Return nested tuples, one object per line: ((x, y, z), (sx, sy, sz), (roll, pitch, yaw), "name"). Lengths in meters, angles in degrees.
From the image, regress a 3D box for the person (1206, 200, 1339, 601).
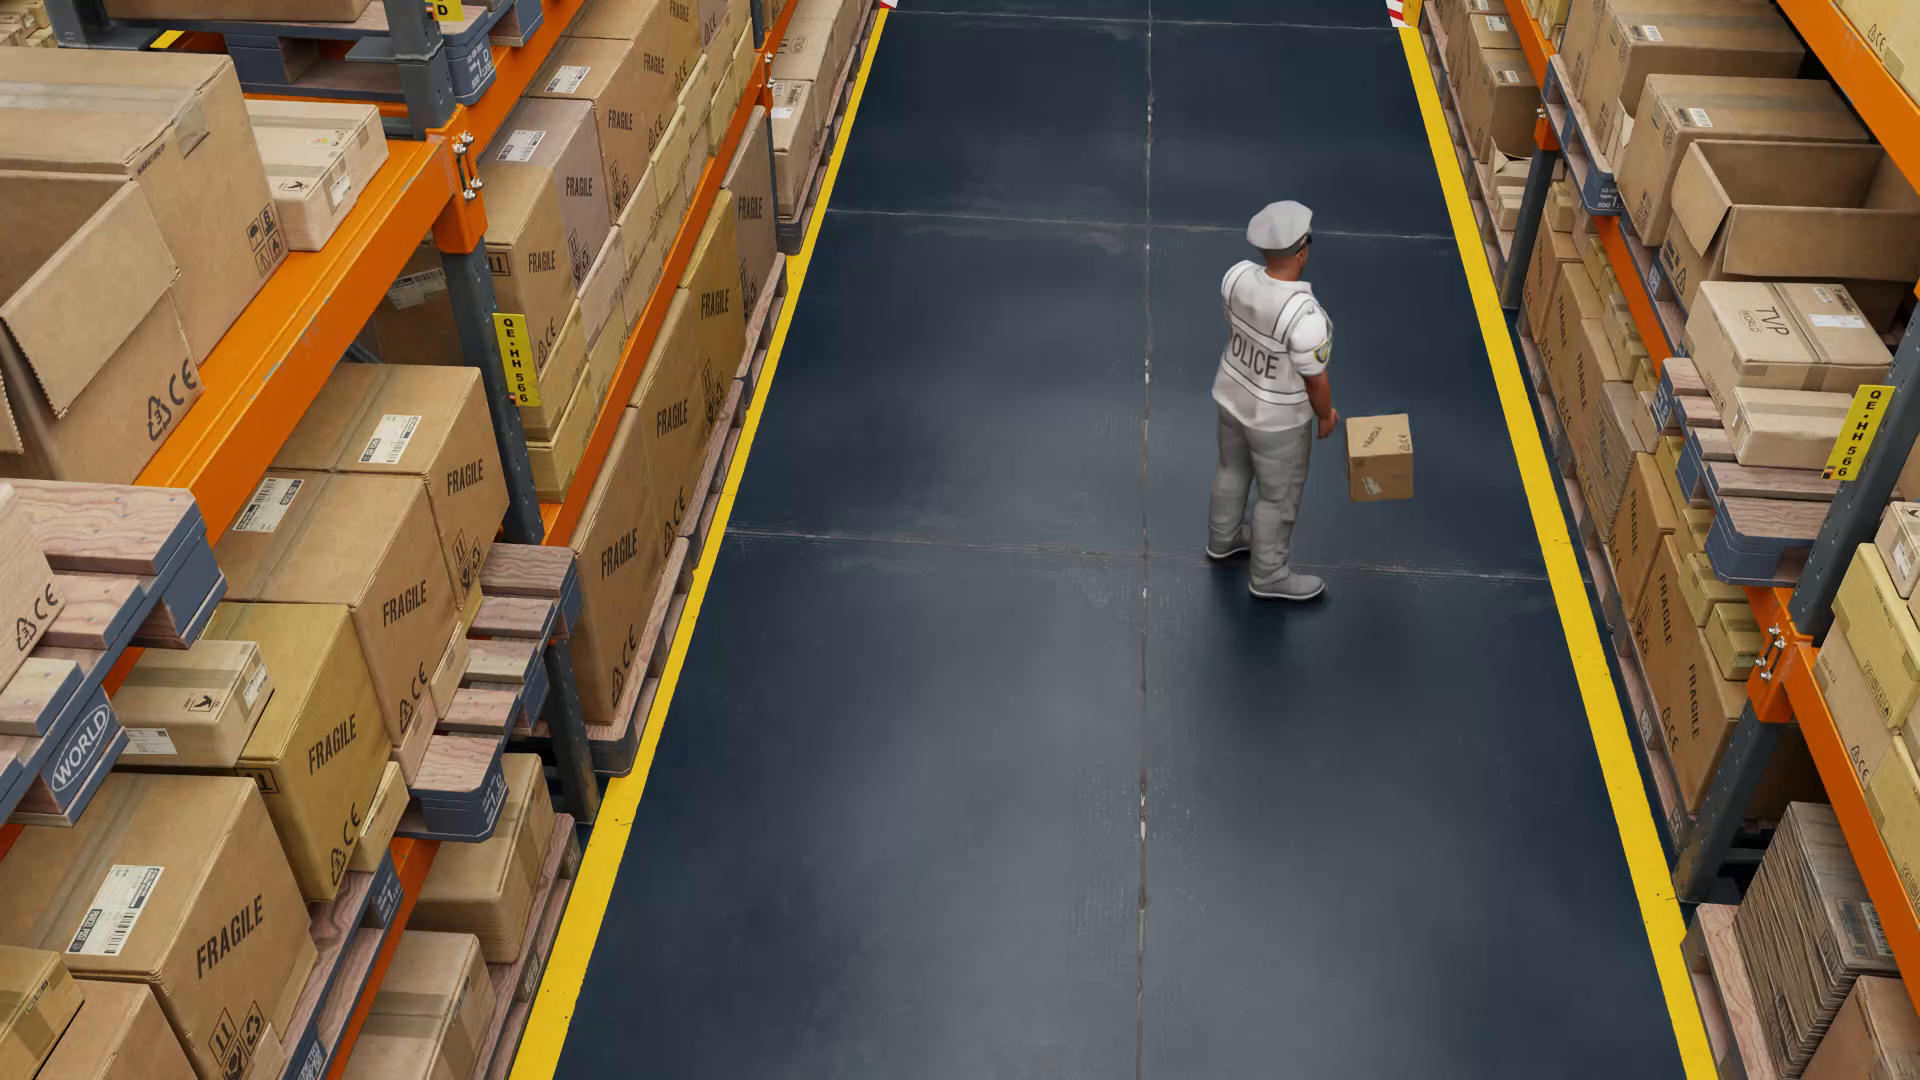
((1.279, -0.552, 6.766), (0.427, 1.786, 0.596), (-23, 45, -25), "person")
